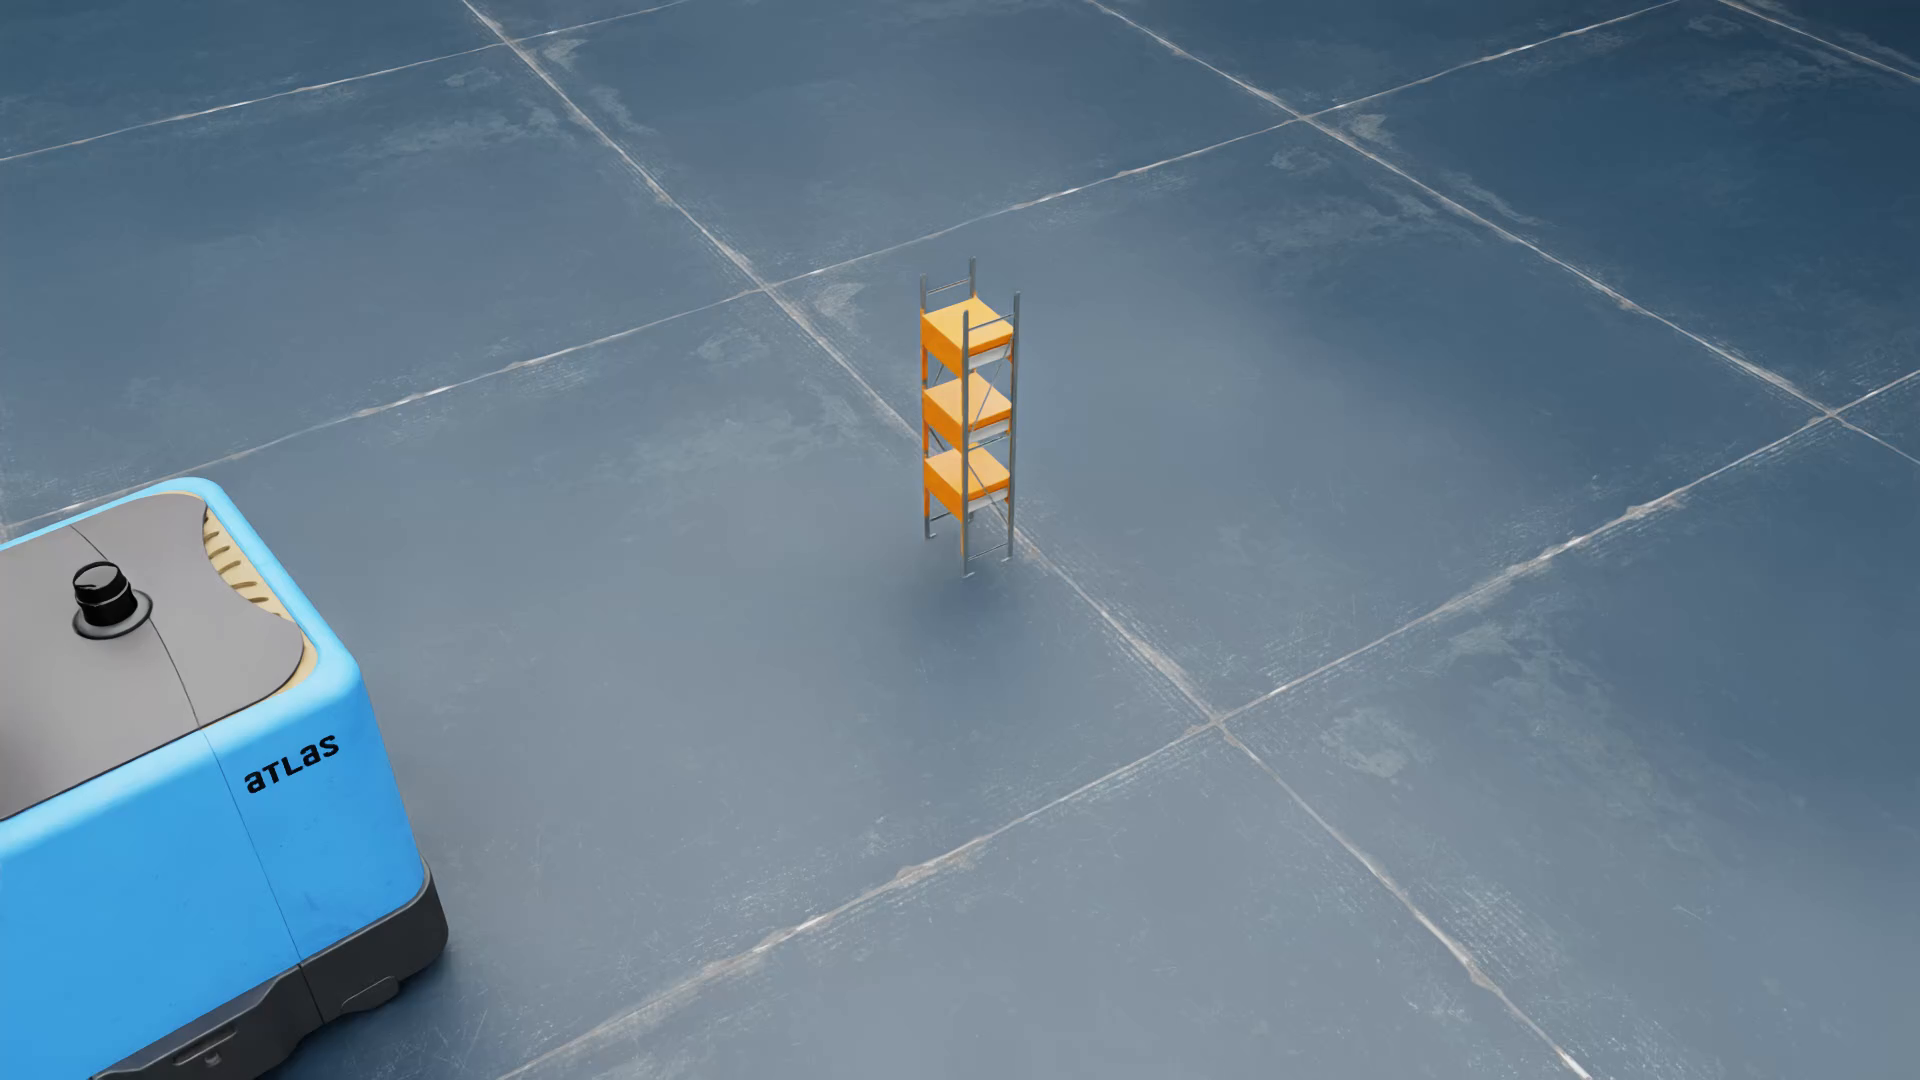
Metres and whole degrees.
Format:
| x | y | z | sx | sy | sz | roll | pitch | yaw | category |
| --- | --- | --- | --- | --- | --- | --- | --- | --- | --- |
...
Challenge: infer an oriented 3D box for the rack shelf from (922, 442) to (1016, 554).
| x | y | z | sx | sy | sz | roll | pitch | yaw | category |
| --- | --- | --- | --- | --- | --- | --- | --- | --- | --- |
| 0.029 | -0.153 | 5.564 | 0.215 | 0.259 | 0.240 | -22 | 45 | -24 | rack shelf |

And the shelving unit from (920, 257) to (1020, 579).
| x | y | z | sx | sy | sz | roll | pitch | yaw | category |
| --- | --- | --- | --- | --- | --- | --- | --- | --- | --- |
| 0.029 | -0.374 | 5.379 | 0.215 | 1.050 | 0.252 | -22 | 45 | -24 | shelving unit |

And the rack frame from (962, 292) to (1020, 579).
| x | y | z | sx | sy | sz | roll | pitch | yaw | category |
| --- | --- | --- | --- | --- | --- | --- | --- | --- | --- |
| 0.094 | -0.309 | 5.300 | 0.200 | 1.050 | 0.008 | -22 | 45 | -24 | rack frame |

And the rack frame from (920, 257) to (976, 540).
| x | y | z | sx | sy | sz | roll | pitch | yaw | category |
| --- | --- | --- | --- | --- | --- | --- | --- | --- | --- |
| -0.037 | -0.440 | 5.458 | 0.200 | 1.050 | 0.008 | -22 | 45 | -24 | rack frame |

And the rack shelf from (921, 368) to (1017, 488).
| x | y | z | sx | sy | sz | roll | pitch | yaw | category |
| --- | --- | --- | --- | --- | --- | --- | --- | --- | --- |
| 0.029 | -0.366 | 5.386 | 0.215 | 0.259 | 0.240 | -22 | 45 | -24 | rack shelf |

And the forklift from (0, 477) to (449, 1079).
| x | y | z | sx | sy | sz | roll | pitch | yaw | category |
| --- | --- | --- | --- | --- | --- | --- | --- | --- | --- |
| -2.808 | 0.348 | 3.043 | 3.031 | 2.935 | 1.130 | -28 | 47 | -29 | forklift |

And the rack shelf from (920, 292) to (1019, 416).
| x | y | z | sx | sy | sz | roll | pitch | yaw | category |
| --- | --- | --- | --- | --- | --- | --- | --- | --- | --- |
| 0.029 | -0.584 | 5.204 | 0.215 | 0.259 | 0.240 | -22 | 45 | -24 | rack shelf |
